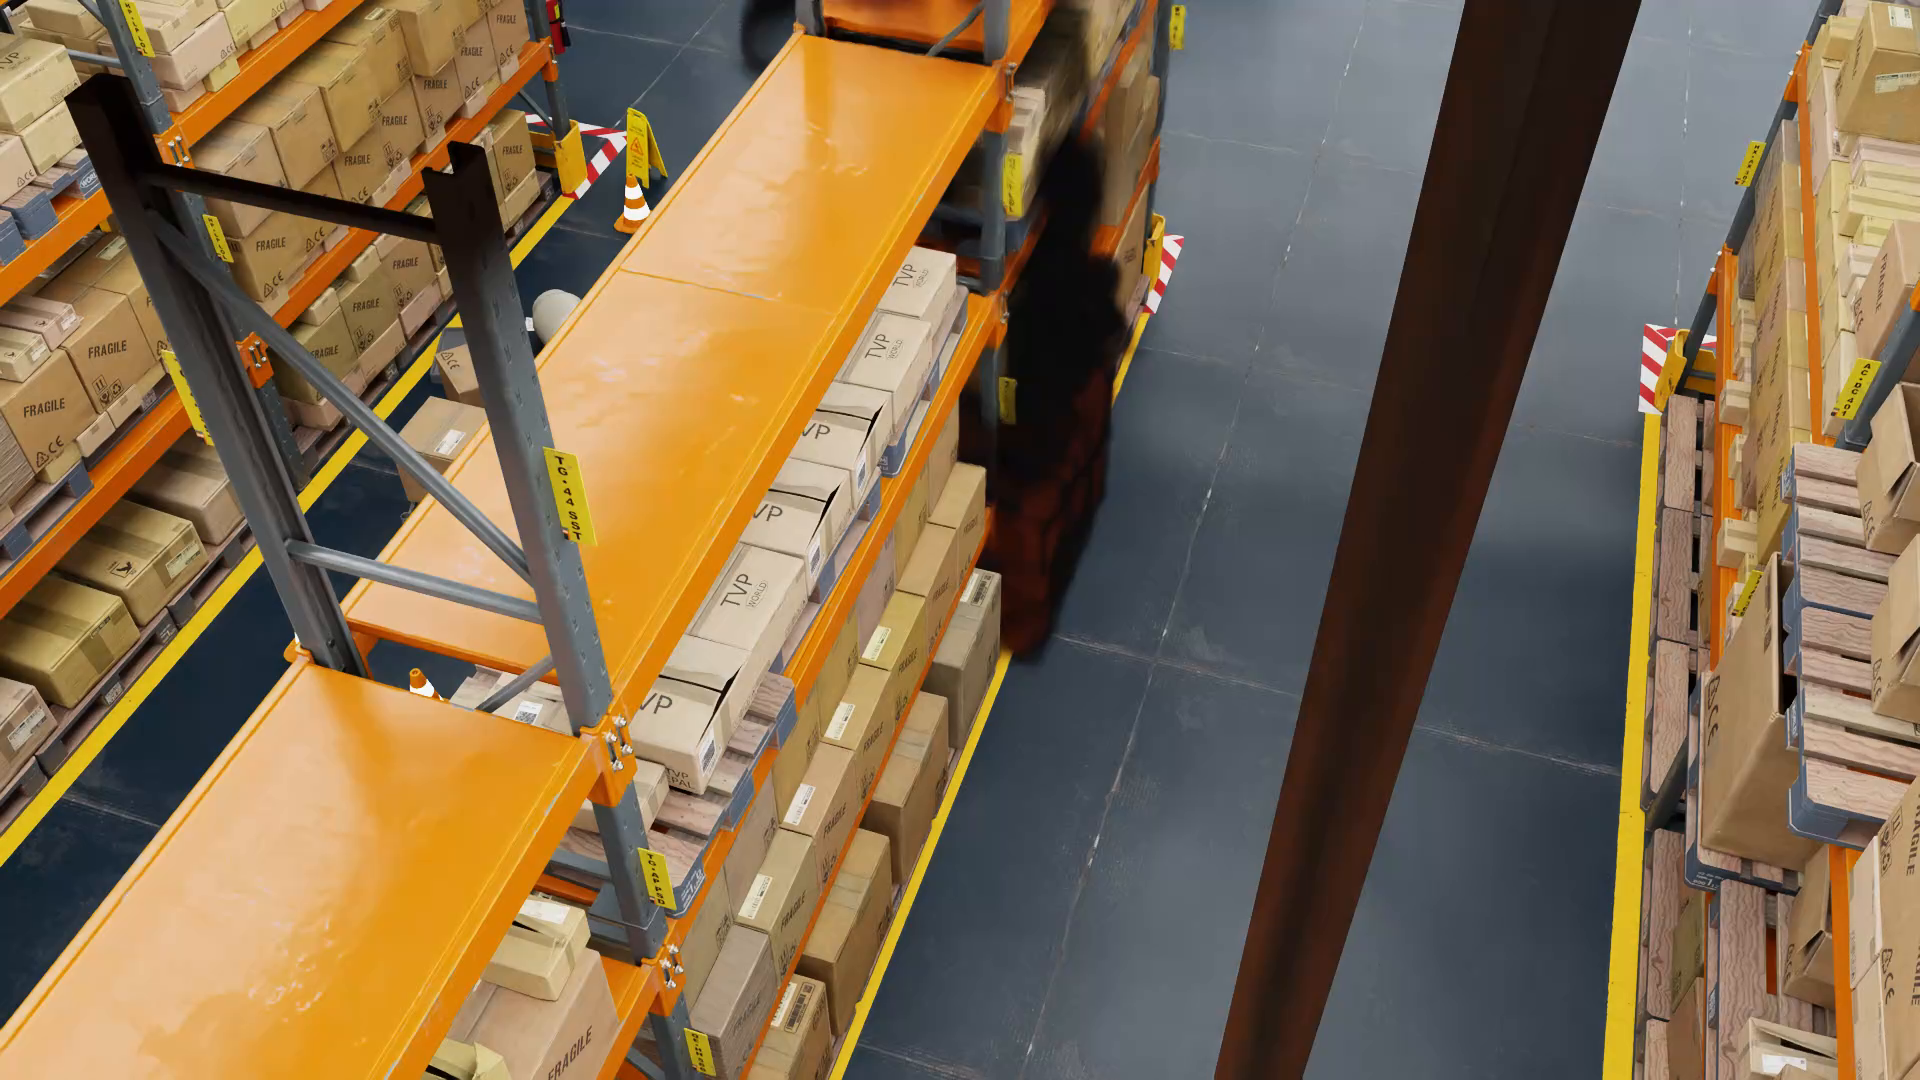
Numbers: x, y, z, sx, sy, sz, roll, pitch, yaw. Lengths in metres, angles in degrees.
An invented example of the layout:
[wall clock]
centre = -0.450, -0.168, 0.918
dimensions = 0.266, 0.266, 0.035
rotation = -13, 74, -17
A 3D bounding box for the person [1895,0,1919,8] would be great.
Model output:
[person]
centre = 8.744, -5.008, 14.800
dimensions = 0.699, 1.784, 0.928
rotation = -31, 53, -27
